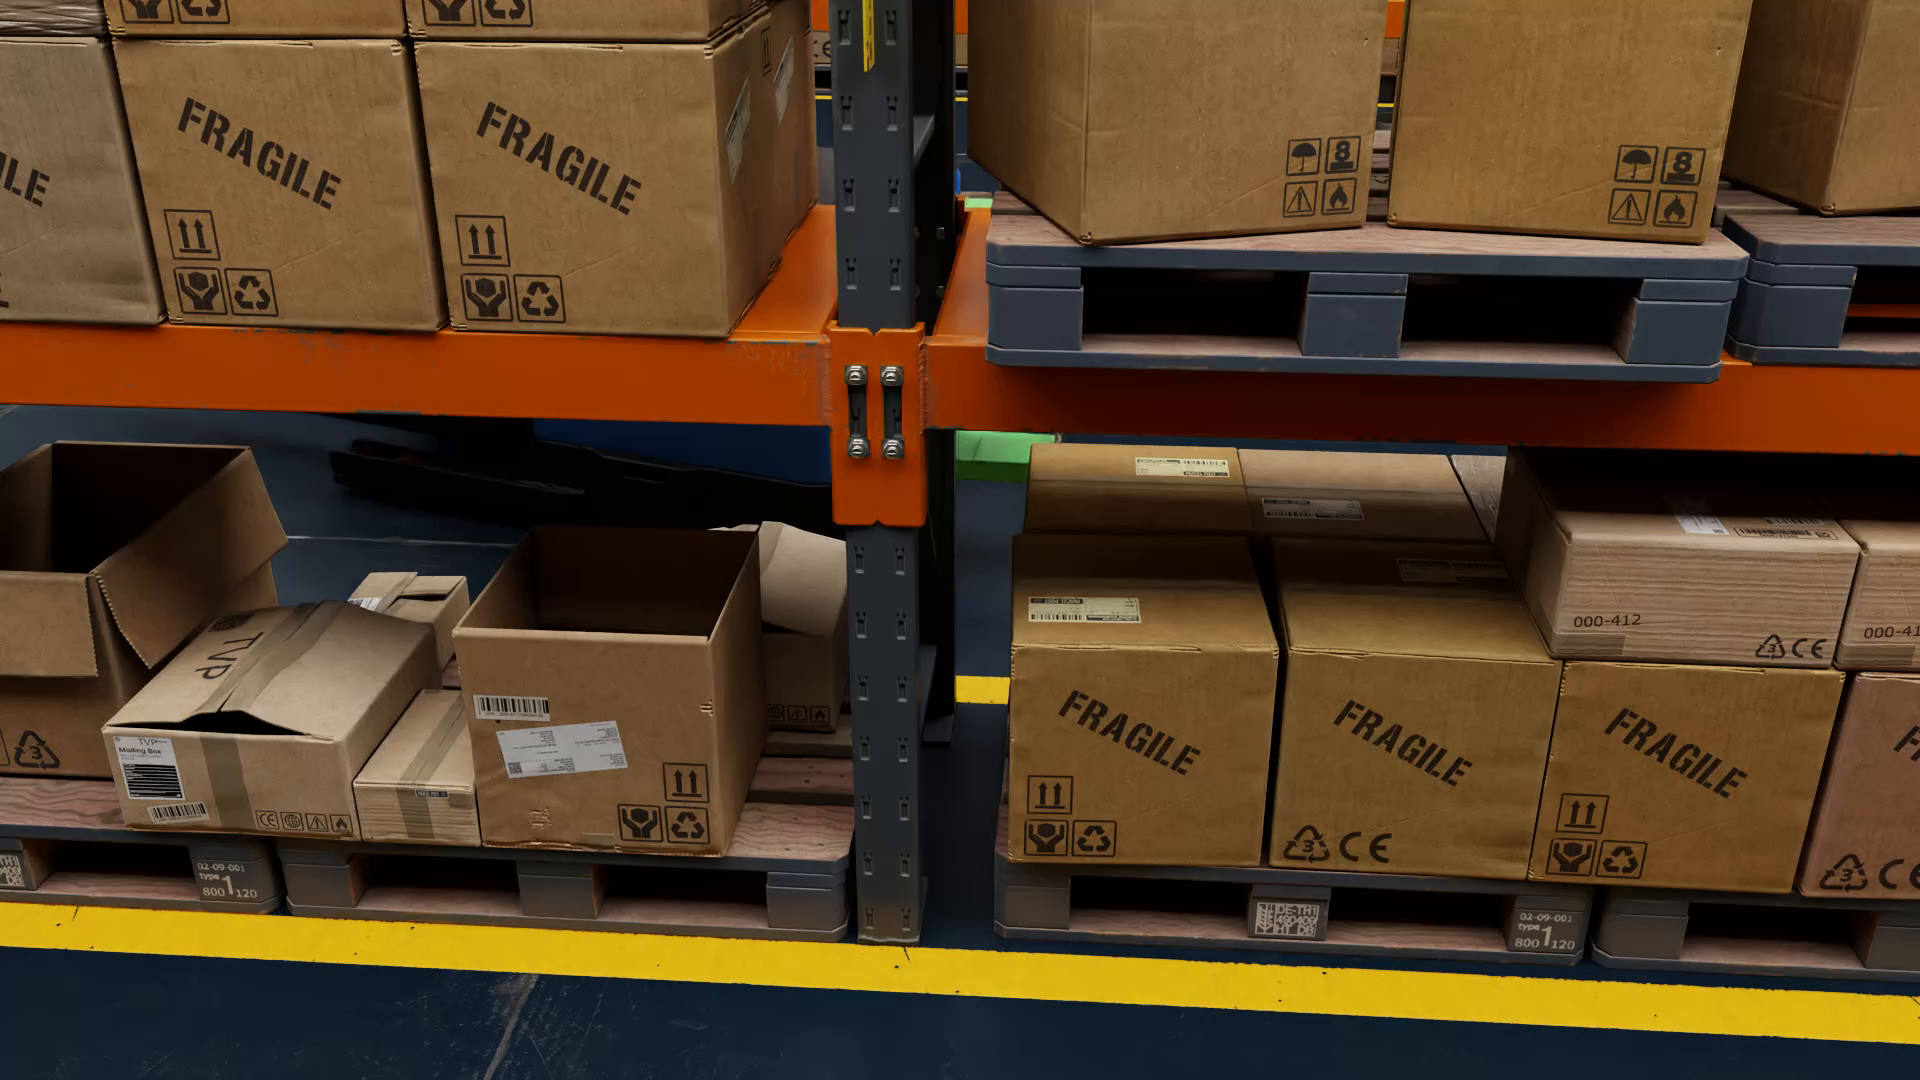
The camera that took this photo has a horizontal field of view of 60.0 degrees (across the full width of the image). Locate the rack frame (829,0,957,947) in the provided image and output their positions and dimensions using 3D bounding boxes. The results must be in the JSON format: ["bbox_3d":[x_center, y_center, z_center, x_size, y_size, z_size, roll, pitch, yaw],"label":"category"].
[{"bbox_3d":[-0.110,-0.734,3.256,0.127,3.000,1.000,2,25,4],"label":"rack frame"}]

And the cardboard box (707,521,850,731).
[{"bbox_3d":[-0.512,0.184,3.951,0.500,0.311,0.500,2,25,4],"label":"cardboard box"}]

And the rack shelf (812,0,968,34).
[{"bbox_3d":[-1.721,-2.535,8.032,4.000,0.370,1.077,2,25,4],"label":"rack shelf"}]

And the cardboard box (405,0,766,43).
[{"bbox_3d":[-0.634,-1.142,2.827,0.500,0.500,0.500,2,25,4],"label":"cardboard box"}]

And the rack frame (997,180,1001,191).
[{"bbox_3d":[0.273,-2.798,7.742,0.127,3.000,1.000,2,25,4],"label":"rack frame"}]

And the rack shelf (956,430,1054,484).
[{"bbox_3d":[0.056,-0.226,5.032,0.480,0.148,0.258,3,25,8],"label":"rack shelf"}]

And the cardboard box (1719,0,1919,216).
[{"bbox_3d":[1.656,-0.939,3.080,0.500,0.500,0.700,-4,25,-9],"label":"cardboard box"}]

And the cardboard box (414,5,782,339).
[{"bbox_3d":[-0.628,-0.688,3.037,0.500,0.500,0.500,2,25,5],"label":"cardboard box"}]

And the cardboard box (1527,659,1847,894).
[{"bbox_3d":[1.384,0.351,3.364,0.500,0.500,0.500,2,25,5],"label":"cardboard box"}]

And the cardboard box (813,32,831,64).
[{"bbox_3d":[-0.897,-4.171,12.766,0.875,0.875,0.875,2,25,4],"label":"cardboard box"}]

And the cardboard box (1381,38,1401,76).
[{"bbox_3d":[3.066,-4.022,12.443,0.875,0.875,1.225,2,25,4],"label":"cardboard box"}]

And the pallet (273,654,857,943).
[{"bbox_3d":[-0.795,0.511,3.888,1.213,0.211,1.003,2,25,4],"label":"pallet"}]

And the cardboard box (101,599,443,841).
[{"bbox_3d":[-1.448,0.364,3.561,0.500,0.311,0.500,2,25,4],"label":"cardboard box"}]

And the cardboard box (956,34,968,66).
[{"bbox_3d":[0.000,-4.142,12.703,0.875,0.875,0.875,2,25,4],"label":"cardboard box"}]

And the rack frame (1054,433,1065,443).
[{"bbox_3d":[0.297,-0.487,4.873,0.015,1.200,0.240,3,25,8],"label":"rack frame"}]

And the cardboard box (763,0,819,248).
[{"bbox_3d":[-0.597,-0.909,3.517,0.500,0.500,0.500,2,25,5],"label":"cardboard box"}]

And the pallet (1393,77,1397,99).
[{"bbox_3d":[3.860,-3.524,12.656,1.213,0.211,1.003,2,25,4],"label":"pallet"}]

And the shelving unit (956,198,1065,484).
[{"bbox_3d":[0.056,-0.502,4.905,0.503,1.200,0.258,3,25,8],"label":"shelving unit"}]

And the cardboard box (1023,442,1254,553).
[{"bbox_3d":[0.404,0.098,3.912,0.500,0.500,0.500,2,25,4],"label":"cardboard box"}]

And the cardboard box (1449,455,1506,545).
[{"bbox_3d":[1.396,0.134,3.835,0.500,0.500,0.500,2,25,5],"label":"cardboard box"}]

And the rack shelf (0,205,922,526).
[{"bbox_3d":[-2.104,-0.471,3.545,4.000,0.370,1.077,2,25,4],"label":"rack shelf"}]

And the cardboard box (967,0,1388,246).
[{"bbox_3d":[0.345,-0.861,2.912,0.500,0.500,0.700,-6,25,-14],"label":"cardboard box"}]

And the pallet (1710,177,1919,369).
[{"bbox_3d":[1.939,-0.579,3.149,1.213,0.211,1.003,2,25,4],"label":"pallet"}]

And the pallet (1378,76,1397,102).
[{"bbox_3d":[2.647,-3.564,12.744,1.213,0.211,1.003,2,25,4],"label":"pallet"}]

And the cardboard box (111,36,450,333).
[{"bbox_3d":[-1.142,-0.704,3.072,0.500,0.500,0.500,3,25,5],"label":"cardboard box"}]

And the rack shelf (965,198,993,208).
[{"bbox_3d":[0.056,-0.880,4.731,0.480,0.148,0.258,3,25,8],"label":"rack shelf"}]

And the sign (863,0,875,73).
[{"bbox_3d":[-0.144,-0.900,2.583,0.005,0.325,0.100,2,25,4],"label":"sign"}]

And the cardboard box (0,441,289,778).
[{"bbox_3d":[-1.984,0.143,3.812,0.637,0.503,0.797,2,25,4],"label":"cardboard box"}]

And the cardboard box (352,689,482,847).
[{"bbox_3d":[-1.078,0.475,3.514,0.250,0.149,0.380,2,25,4],"label":"cardboard box"}]

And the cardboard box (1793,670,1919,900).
[{"bbox_3d":[1.888,0.367,3.328,0.500,0.500,0.500,1,25,2],"label":"cardboard box"}]

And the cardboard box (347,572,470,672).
[{"bbox_3d":[-1.375,0.227,4.032,0.250,0.166,0.380,2,25,4],"label":"cardboard box"}]

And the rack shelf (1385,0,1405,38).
[{"bbox_3d":[2.267,-2.407,7.754,4.000,0.370,1.077,2,25,4],"label":"rack shelf"}]

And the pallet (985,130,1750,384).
[{"bbox_3d":[0.678,-0.575,3.142,1.213,0.211,1.003,2,25,4],"label":"pallet"}]

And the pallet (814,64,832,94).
[{"bbox_3d":[-1.320,-3.690,13.018,1.213,0.211,1.003,2,25,4],"label":"pallet"}]

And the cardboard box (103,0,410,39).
[{"bbox_3d":[-1.145,-1.157,2.860,0.500,0.500,0.500,1,25,3],"label":"cardboard box"}]

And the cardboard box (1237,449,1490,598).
[{"bbox_3d":[0.896,0.118,3.870,0.500,0.500,0.500,2,25,4],"label":"cardboard box"}]

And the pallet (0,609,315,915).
[{"bbox_3d":[-2.014,0.473,3.970,1.213,0.211,1.003,2,25,4],"label":"pallet"}]

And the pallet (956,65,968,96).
[{"bbox_3d":[-0.100,-3.652,12.935,1.213,0.211,1.003,2,25,4],"label":"pallet"}]

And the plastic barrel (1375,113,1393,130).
[{"bbox_3d":[2.076,-1.756,7.952,0.421,0.512,0.421,0,25,0],"label":"plastic barrel"}]

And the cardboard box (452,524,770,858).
[{"bbox_3d":[-0.700,0.302,3.469,0.500,0.500,0.500,2,25,4],"label":"cardboard box"}]

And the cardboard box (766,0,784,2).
[{"bbox_3d":[-0.558,-1.366,3.314,0.500,0.500,0.500,2,25,5],"label":"cardboard box"}]

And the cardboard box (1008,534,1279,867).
[{"bbox_3d":[0.354,0.319,3.432,0.500,0.500,0.500,1,25,2],"label":"cardboard box"}]

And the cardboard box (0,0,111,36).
[{"bbox_3d":[-1.647,-1.173,2.895,0.500,0.500,0.500,2,25,4],"label":"cardboard box"}]

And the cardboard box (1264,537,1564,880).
[{"bbox_3d":[0.886,0.332,3.405,0.500,0.500,0.500,2,25,5],"label":"cardboard box"}]

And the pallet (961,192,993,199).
[{"bbox_3d":[-0.463,-1.539,8.341,1.213,0.211,1.003,2,25,4],"label":"pallet"}]

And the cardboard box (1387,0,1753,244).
[{"bbox_3d":[1.036,-0.866,2.921,0.500,0.500,0.700,6,25,12],"label":"cardboard box"}]

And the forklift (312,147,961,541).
[{"bbox_3d":[-1.547,-1.642,5.312,3.031,2.935,1.130,10,27,21],"label":"forklift"}]

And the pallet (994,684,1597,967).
[{"bbox_3d":[0.704,0.543,3.817,1.213,0.211,1.003,2,25,4],"label":"pallet"}]

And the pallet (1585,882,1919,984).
[{"bbox_3d":[1.924,0.581,3.734,1.213,0.211,1.003,2,25,4],"label":"pallet"}]

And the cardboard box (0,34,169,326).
[{"bbox_3d":[-1.655,-0.720,3.106,0.500,0.500,0.500,2,25,5],"label":"cardboard box"}]

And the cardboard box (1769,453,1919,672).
[{"bbox_3d":[1.851,0.026,3.171,0.500,0.250,0.500,1,25,3],"label":"cardboard box"}]

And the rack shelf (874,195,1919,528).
[{"bbox_3d":[1.884,-0.343,3.267,4.000,0.370,1.077,2,25,4],"label":"rack shelf"}]

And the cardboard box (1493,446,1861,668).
[{"bbox_3d":[1.351,0.010,3.206,0.500,0.250,0.500,2,25,4],"label":"cardboard box"}]
